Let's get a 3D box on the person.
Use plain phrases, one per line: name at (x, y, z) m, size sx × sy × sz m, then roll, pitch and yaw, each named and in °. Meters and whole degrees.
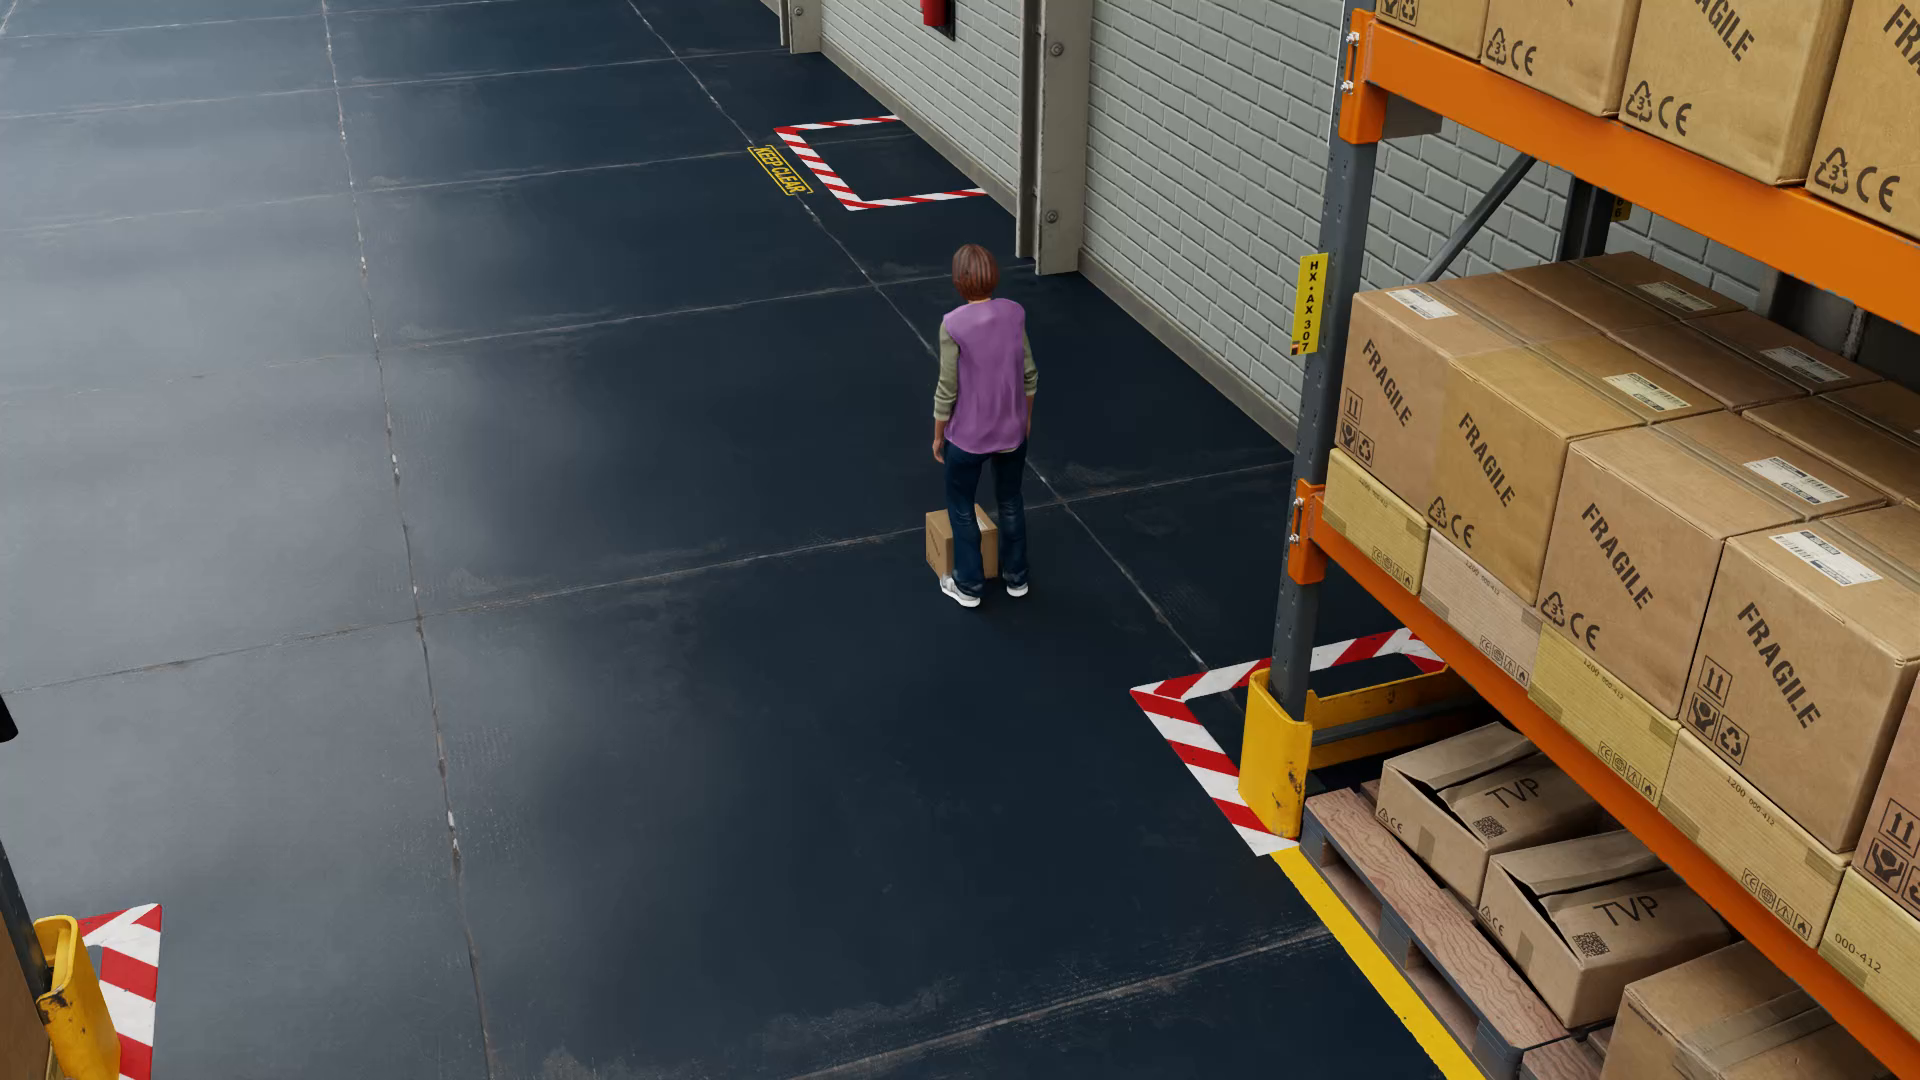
person at (0.101, -0.447, 6.909) m, size 0.472 × 1.590 × 0.347 m, roll -12°, pitch 32°, yaw -20°
